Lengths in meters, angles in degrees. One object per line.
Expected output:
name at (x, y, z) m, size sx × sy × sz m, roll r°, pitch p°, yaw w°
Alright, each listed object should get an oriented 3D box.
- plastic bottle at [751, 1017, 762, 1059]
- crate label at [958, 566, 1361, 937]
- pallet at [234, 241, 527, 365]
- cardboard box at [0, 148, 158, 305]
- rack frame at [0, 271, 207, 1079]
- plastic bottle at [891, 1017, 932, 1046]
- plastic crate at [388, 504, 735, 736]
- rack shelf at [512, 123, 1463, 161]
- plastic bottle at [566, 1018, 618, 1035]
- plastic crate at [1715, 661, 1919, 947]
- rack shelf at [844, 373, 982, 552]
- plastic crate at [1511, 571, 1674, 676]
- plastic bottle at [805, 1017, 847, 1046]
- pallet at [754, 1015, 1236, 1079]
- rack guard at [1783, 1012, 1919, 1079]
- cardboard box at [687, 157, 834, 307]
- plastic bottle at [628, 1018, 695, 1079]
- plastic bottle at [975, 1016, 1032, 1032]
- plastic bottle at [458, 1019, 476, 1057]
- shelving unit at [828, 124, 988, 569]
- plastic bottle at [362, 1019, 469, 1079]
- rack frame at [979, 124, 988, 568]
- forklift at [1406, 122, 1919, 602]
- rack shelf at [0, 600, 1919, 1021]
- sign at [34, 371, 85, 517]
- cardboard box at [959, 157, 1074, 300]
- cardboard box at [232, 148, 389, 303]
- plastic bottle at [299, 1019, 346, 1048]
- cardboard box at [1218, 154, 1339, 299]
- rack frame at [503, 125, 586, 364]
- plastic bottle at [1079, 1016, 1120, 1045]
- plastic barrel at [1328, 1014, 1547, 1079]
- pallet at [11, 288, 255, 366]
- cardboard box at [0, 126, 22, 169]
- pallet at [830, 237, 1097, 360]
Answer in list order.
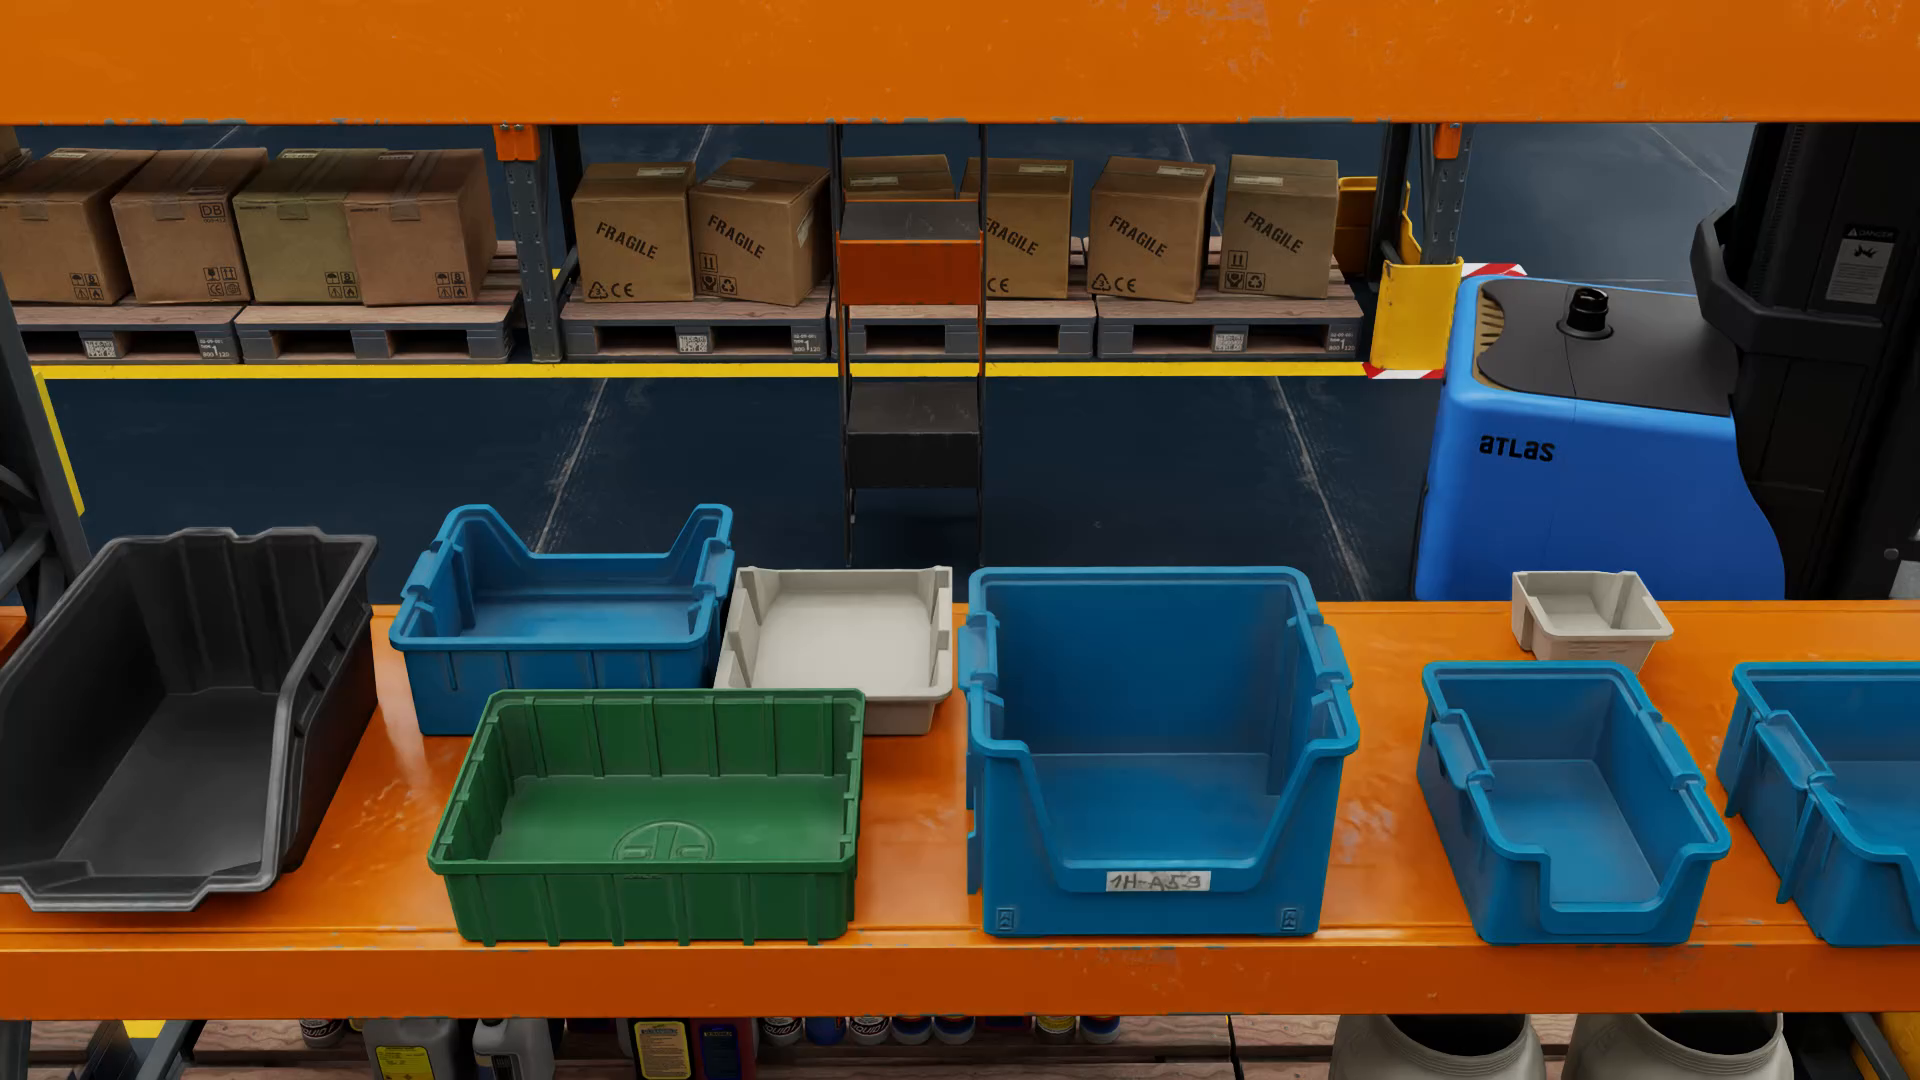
plastic bottle at (-0.536, 1.052, 3.825) m, size 0.135 × 0.276 × 0.152 m, roll 0°, pitch 31°, yaw 1°
crate label at (0.305, 0.346, 2.754) m, size 0.616 × 0.435 × 0.502 m, roll 0°, pitch 31°, yaw 0°
pallet at (-2.664, -1.146, 7.935) m, size 1.213 × 0.211 × 1.003 m, roll 0°, pitch 31°, yaw 0°
cardboard box at (-4.094, -1.475, 7.774) m, size 0.500 × 0.500 × 0.700 m, roll 2°, pitch 31°, yaw 4°
rack frame at (-1.856, 0.228, 2.983) m, size 0.127 × 3.000 × 1.000 m, roll 0°, pitch 31°, yaw 0°
plastic bottle at (-0.114, 1.039, 3.852) m, size 0.097 × 0.271 × 0.097 m, roll 0°, pitch 31°, yaw 0°
plastic crate at (-0.751, 0.147, 3.259) m, size 0.616 × 0.251 × 0.499 m, roll 0°, pitch 31°, yaw 0°
rack shelf at (0.114, -2.040, 7.414) m, size 4.000 × 0.370 × 1.077 m, roll 0°, pitch 31°, yaw 0°
plastic bottle at (-0.859, 1.027, 3.861) m, size 0.133 × 0.283 × 0.061 m, roll 2°, pitch 31°, yaw 3°
plastic crate at (1.645, 0.436, 2.784) m, size 0.616 × 0.251 × 0.499 m, roll 0°, pitch 31°, yaw 0°
rack shelf at (-0.166, -0.287, 6.075) m, size 0.480 × 0.518 × 0.431 m, roll 0°, pitch 31°, yaw 0°
plastic crate at (1.247, 0.164, 3.342) m, size 0.250 × 0.136 × 0.298 m, roll 0°, pitch 31°, yaw 0°
plastic bottle at (-0.316, 1.040, 3.851) m, size 0.097 × 0.271 × 0.097 m, roll 0°, pitch 31°, yaw 0°
pallet at (0.039, 1.434, 3.683) m, size 1.213 × 0.211 × 1.003 m, roll 0°, pitch 31°, yaw 0°
rack guard at (2.068, 1.308, 3.611) m, size 0.348 × 0.500 × 1.175 m, roll 0°, pitch 31°, yaw 0°
cardboard box at (-0.913, -1.439, 7.734) m, size 0.500 × 0.500 × 0.500 m, roll 10°, pitch 33°, yaw 15°
plastic bottle at (-0.672, 1.101, 3.738) m, size 0.133 × 0.283 × 0.061 m, roll 0°, pitch 31°, yaw 0°
plastic bottle at (0.103, 1.024, 3.866) m, size 0.133 × 0.283 × 0.061 m, roll 0°, pitch 31°, yaw 1°
plastic bottle at (-1.214, 1.021, 3.806) m, size 0.185 × 0.351 × 0.144 m, roll -1°, pitch 31°, yaw -2°
shelving unit at (-0.166, -0.897, 5.704) m, size 0.503 × 2.100 × 0.431 m, roll 0°, pitch 31°, yaw 0°
plastic bottle at (-1.213, 1.095, 3.682) m, size 0.185 × 0.351 × 0.144 m, roll 0°, pitch 31°, yaw 0°
rack frame at (0.078, -0.898, 5.706) m, size 0.015 × 2.100 × 0.400 m, roll 0°, pitch 31°, yaw 0°
forklift at (3.027, -0.806, 4.752) m, size 3.031 × 2.935 × 1.130 m, roll 9°, pitch 32°, yaw 14°
rack shelf at (0.144, 0.529, 3.180) m, size 4.000 × 0.370 × 1.077 m, roll 0°, pitch 31°, yaw 0°
sign at (-1.848, -0.176, 3.382) m, size 0.005 × 0.325 × 0.100 m, roll 0°, pitch 31°, yaw 0°
cardboard box at (0.266, -1.460, 7.769) m, size 0.500 × 0.500 × 0.500 m, roll 3°, pitch 31°, yaw 4°
cardboard box at (-2.977, -1.478, 7.781) m, size 0.500 × 0.500 × 0.700 m, roll 0°, pitch 31°, yaw -1°
plastic bottle at (-1.495, 1.073, 3.863) m, size 0.097 × 0.201 × 0.097 m, roll 0°, pitch 31°, yaw 0°
cardboard box at (1.490, -1.472, 7.789) m, size 0.500 × 0.500 × 0.500 m, roll 5°, pitch 32°, yaw 9°
rack frame at (-1.886, -2.341, 7.217) m, size 0.127 × 3.000 × 1.000 m, roll 0°, pitch 31°, yaw 0°
plastic bottle at (0.329, 1.038, 3.854) m, size 0.097 × 0.271 × 0.097 m, roll 0°, pitch 31°, yaw 0°
plastic barrel at (0.985, 1.143, 3.469) m, size 0.421 × 0.512 × 0.421 m, roll 0°, pitch 31°, yaw 0°
pallet at (-3.887, -1.141, 7.927) m, size 1.213 × 0.211 × 1.003 m, roll 0°, pitch 31°, yaw 0°
cardboard box at (-4.686, -1.794, 7.577) m, size 0.500 × 0.250 × 0.500 m, roll 3°, pitch 31°, yaw 5°
pallet at (0.009, -1.175, 7.983) m, size 1.213 × 0.211 × 1.003 m, roll 0°, pitch 31°, yaw 0°
